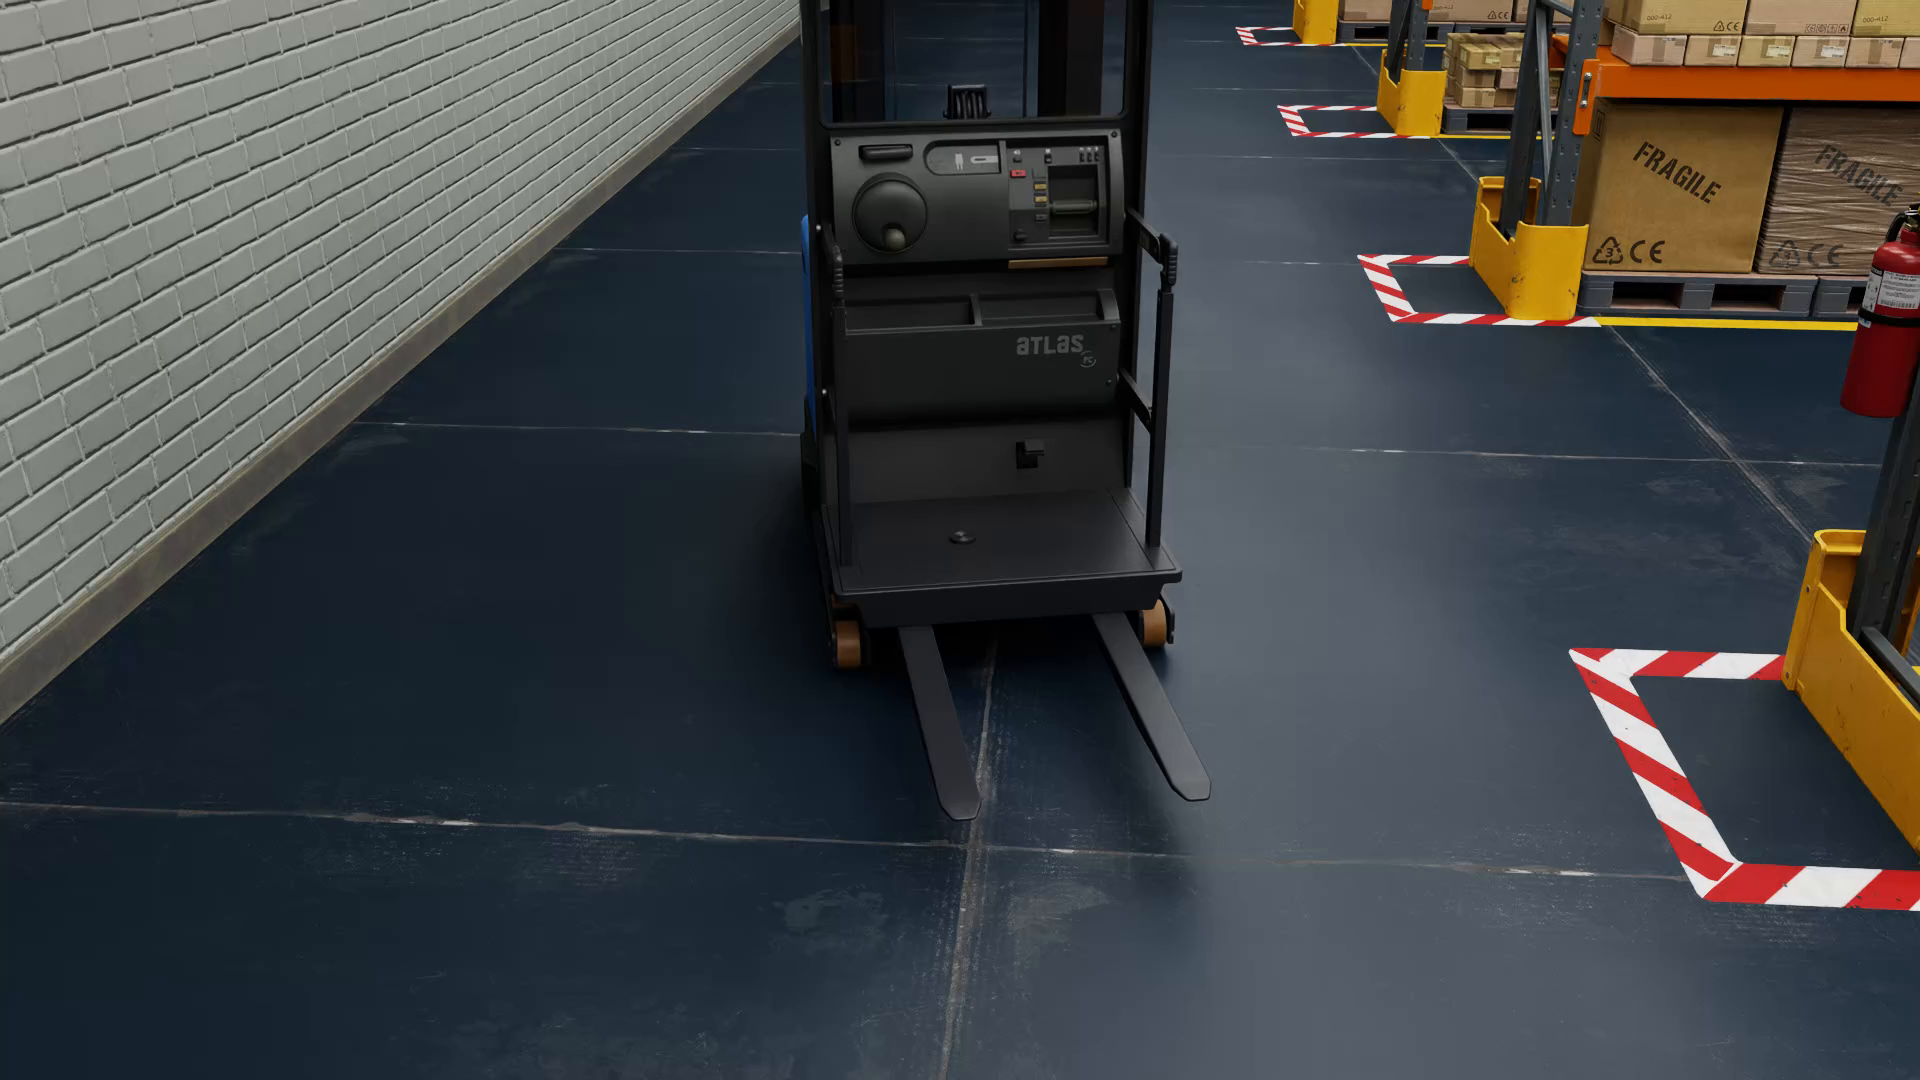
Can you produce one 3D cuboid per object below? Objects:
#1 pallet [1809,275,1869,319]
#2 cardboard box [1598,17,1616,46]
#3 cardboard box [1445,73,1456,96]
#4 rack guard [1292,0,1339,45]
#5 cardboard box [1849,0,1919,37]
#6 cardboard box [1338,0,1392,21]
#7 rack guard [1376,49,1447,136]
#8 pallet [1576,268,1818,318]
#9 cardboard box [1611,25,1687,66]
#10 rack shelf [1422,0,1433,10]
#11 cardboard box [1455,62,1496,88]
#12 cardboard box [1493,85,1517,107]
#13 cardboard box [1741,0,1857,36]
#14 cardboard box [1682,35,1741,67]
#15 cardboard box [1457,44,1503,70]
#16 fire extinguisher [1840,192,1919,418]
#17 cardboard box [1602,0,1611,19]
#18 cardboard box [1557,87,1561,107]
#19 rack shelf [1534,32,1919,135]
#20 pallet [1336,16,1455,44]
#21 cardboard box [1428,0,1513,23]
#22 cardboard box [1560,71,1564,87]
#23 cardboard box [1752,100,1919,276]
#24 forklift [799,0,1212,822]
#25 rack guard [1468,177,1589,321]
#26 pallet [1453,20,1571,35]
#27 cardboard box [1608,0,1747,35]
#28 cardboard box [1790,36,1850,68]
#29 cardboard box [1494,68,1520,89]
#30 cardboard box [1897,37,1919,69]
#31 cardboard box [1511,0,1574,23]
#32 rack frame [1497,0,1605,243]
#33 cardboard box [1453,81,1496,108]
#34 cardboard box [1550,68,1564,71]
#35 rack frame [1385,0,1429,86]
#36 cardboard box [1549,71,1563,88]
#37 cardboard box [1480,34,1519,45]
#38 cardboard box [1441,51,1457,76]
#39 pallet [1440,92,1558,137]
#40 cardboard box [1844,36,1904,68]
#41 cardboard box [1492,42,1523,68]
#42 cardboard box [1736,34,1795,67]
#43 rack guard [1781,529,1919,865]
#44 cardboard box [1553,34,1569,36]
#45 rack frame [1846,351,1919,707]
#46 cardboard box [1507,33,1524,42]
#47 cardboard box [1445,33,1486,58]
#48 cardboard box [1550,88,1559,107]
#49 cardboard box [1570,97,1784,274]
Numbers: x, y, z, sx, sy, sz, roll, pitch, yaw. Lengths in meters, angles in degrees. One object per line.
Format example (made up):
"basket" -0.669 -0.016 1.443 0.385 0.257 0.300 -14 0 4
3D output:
"pallet" 5.161 -1.462 9.176 1.213 0.211 1.003 2 25 4
"cardboard box" 3.524 -2.774 8.991 0.250 0.149 0.380 2 25 5
"cardboard box" 4.165 -3.792 13.811 0.250 0.149 0.380 2 25 5
"rack guard" 3.879 -5.758 18.165 0.348 0.500 1.175 2 25 4
"cardboard box" 4.622 -2.670 8.288 0.500 0.250 0.500 1 25 2
"cardboard box" 4.569 -5.940 18.133 0.875 0.438 0.875 1 25 2
"rack guard" 3.700 -3.688 13.667 0.348 0.500 1.175 2 25 4
"pallet" 3.947 -1.502 9.263 1.213 0.211 1.003 2 25 4
"cardboard box" 3.473 -2.499 8.394 0.250 0.149 0.380 2 25 5
"rack shelf" 5.619 -4.435 13.161 4.000 0.370 1.077 2 25 4
"cardboard box" 4.127 -3.733 13.327 0.250 0.149 0.380 3 25 6
"cardboard box" 4.390 -3.598 13.388 0.250 0.149 0.380 2 25 4
"cardboard box" 4.121 -2.687 8.326 0.500 0.250 0.500 2 25 3
"cardboard box" 3.729 -2.492 8.377 0.250 0.149 0.380 1 25 3
"cardboard box" 4.121 -3.834 13.190 0.250 0.149 0.380 1 25 2
"fire extinguisher" 2.649 -0.688 4.695 0.183 0.674 0.296 2 25 4
"cardboard box" 3.648 -2.924 8.840 0.500 0.250 0.500 1 25 3
"cardboard box" 4.884 -3.539 13.260 0.250 0.149 0.380 2 25 5
"rack shelf" 5.138 -2.371 8.676 4.000 0.370 1.077 2 25 4
"pallet" 4.706 -5.633 18.239 1.213 0.211 1.003 2 25 4
"cardboard box" 5.482 -5.914 18.077 0.875 0.438 0.875 2 25 5
"cardboard box" 4.894 -3.677 13.204 0.250 0.149 0.380 3 25 6
"cardboard box" 4.696 -1.972 8.986 0.875 0.875 0.875 2 25 4
"forklift" 0.092 -1.071 5.071 1.130 2.935 3.031 -4 25 -8
"rack guard" 3.120 -1.627 9.189 0.348 0.500 1.175 2 25 4
"pallet" 5.919 -5.593 18.152 1.213 0.211 1.003 2 25 4
"cardboard box" 3.602 -2.701 8.356 0.500 0.250 0.500 1 25 3
"cardboard box" 4.244 -2.476 8.342 0.250 0.149 0.380 1 25 3
"cardboard box" 4.396 -3.701 13.257 0.250 0.149 0.380 2 25 4
"cardboard box" 4.755 -2.459 8.306 0.250 0.149 0.380 2 25 3
"cardboard box" 6.381 -5.885 18.013 0.875 0.438 0.875 1 25 2
"rack frame" 3.144 -2.762 8.665 0.127 3.000 1.000 2 25 4
"cardboard box" 4.123 -3.572 13.332 0.250 0.149 0.380 2 25 5
"cardboard box" 4.647 -3.814 13.146 0.250 0.149 0.380 2 25 4
"rack frame" 3.625 -4.826 13.150 0.127 3.000 1.000 2 25 4
"cardboard box" 4.647 -3.730 13.320 0.250 0.149 0.380 2 25 5
"cardboard box" 4.418 -4.049 13.657 0.250 0.149 0.380 2 25 5
"cardboard box" 4.173 -3.959 13.818 0.250 0.149 0.380 1 25 3
"pallet" 4.508 -3.516 13.639 1.213 0.211 1.003 2 25 4
"cardboard box" 4.498 -2.467 8.324 0.250 0.149 0.380 1 25 3
"cardboard box" 4.405 -3.875 13.280 0.250 0.149 0.380 2 25 5
"cardboard box" 3.984 -2.484 8.360 0.250 0.149 0.380 1 25 3
"rack guard" 2.740 0.442 4.691 0.348 0.500 1.175 2 25 4
"cardboard box" 4.939 -4.059 13.679 0.250 0.149 0.380 1 25 2
"rack frame" 2.765 -0.698 4.178 0.127 3.000 1.000 2 25 4
"cardboard box" 4.686 -4.094 13.754 0.250 0.149 0.380 1 25 3
"cardboard box" 4.172 -4.081 13.727 0.250 0.149 0.380 2 25 5
"cardboard box" 4.638 -3.592 13.377 0.250 0.149 0.380 2 25 5
"cardboard box" 3.788 -2.001 9.049 0.875 0.875 0.875 2 25 4
